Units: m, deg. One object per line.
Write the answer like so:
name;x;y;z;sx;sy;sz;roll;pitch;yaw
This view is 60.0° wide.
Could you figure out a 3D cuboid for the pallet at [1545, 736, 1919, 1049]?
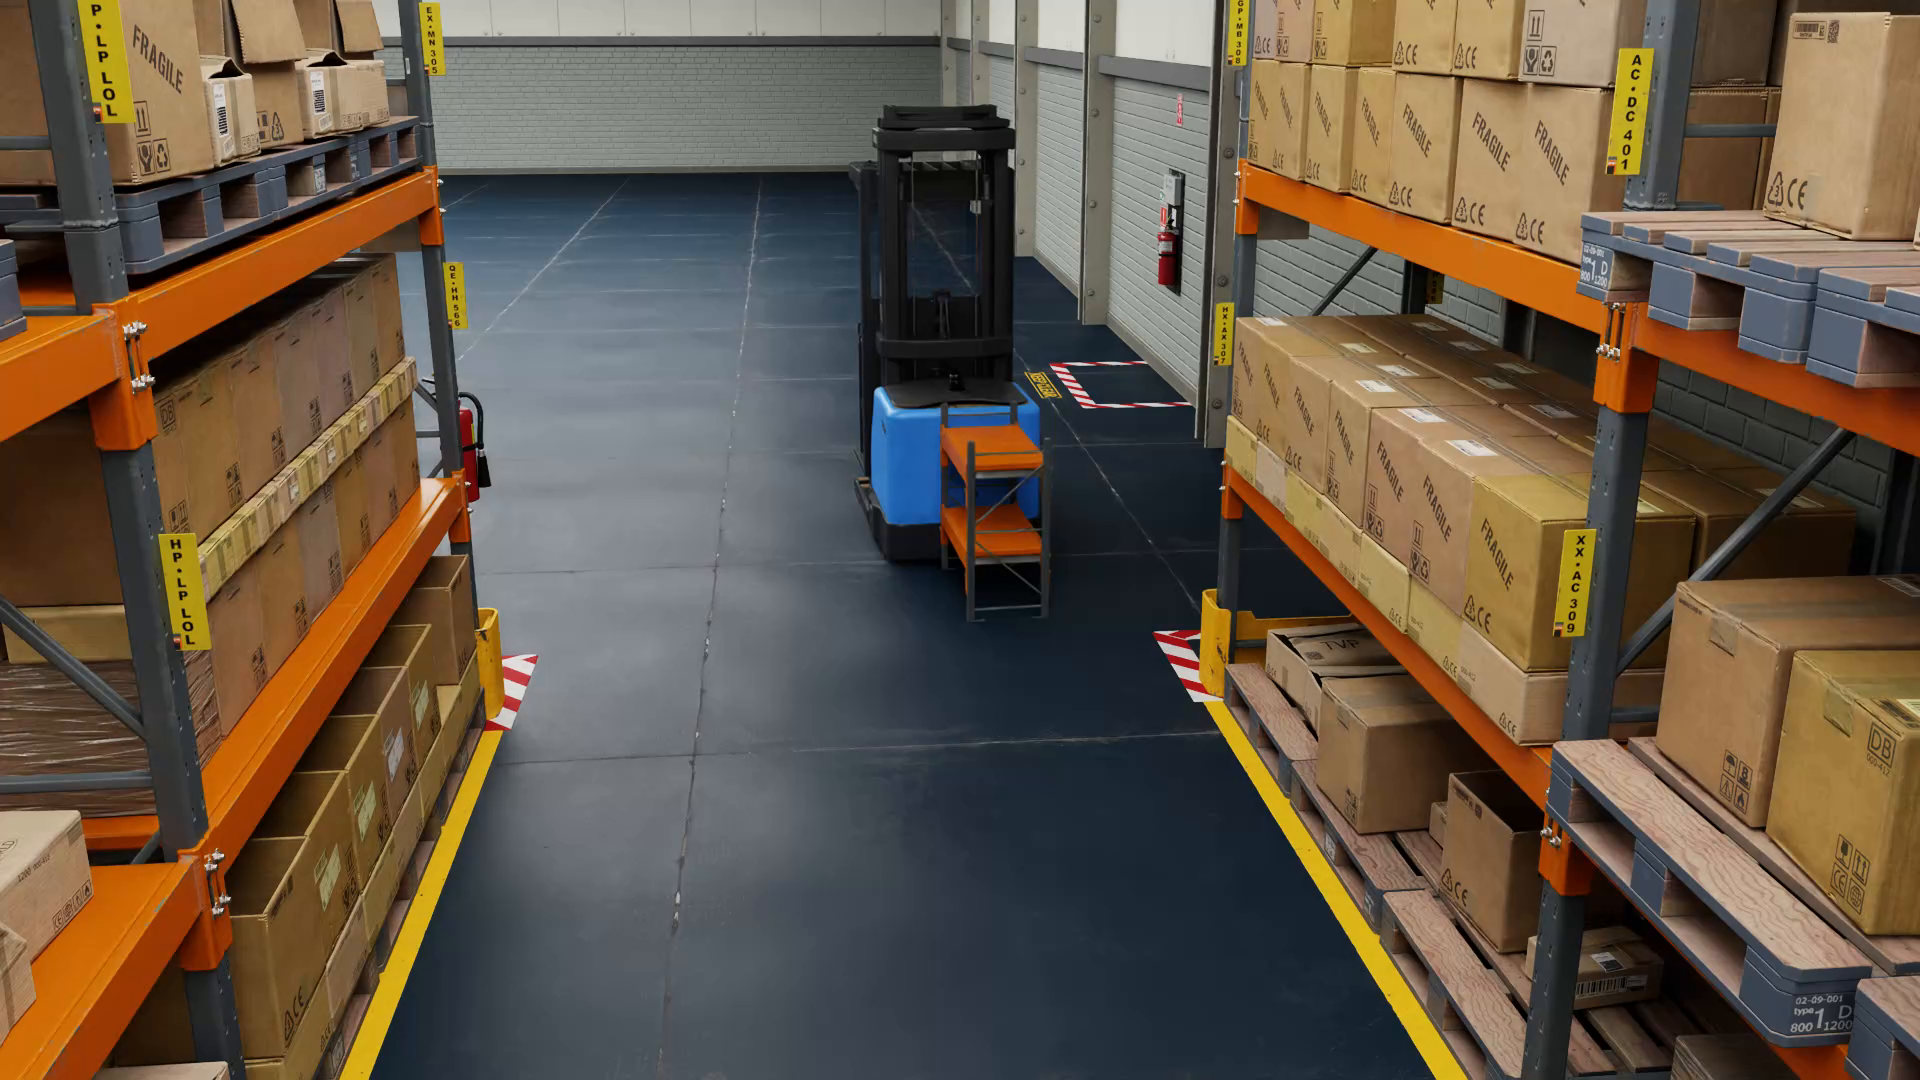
pallet;2.258;0.844;4.301;1.003;0.211;1.213;-2;18;-6

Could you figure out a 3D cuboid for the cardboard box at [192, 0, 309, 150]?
cardboard box;-2.647;-1.568;5.548;0.797;0.503;0.637;0;17;0

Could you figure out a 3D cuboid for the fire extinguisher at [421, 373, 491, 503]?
fire extinguisher;-2.565;-0.530;8.487;0.296;0.674;0.183;-2;18;-6

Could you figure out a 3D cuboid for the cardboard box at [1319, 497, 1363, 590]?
cardboard box;1.810;0.003;6.878;0.500;0.250;0.500;-2;18;-5

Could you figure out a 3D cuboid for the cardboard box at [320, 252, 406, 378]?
cardboard box;-2.974;-1.029;7.613;0.700;0.500;0.500;-2;18;-5

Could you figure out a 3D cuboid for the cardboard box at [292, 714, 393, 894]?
cardboard box;-2.442;0.982;6.178;0.500;0.500;0.500;-2;18;-6

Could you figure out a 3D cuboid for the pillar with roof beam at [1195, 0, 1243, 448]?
pillar with roof beam;-2.057;-5.006;12.601;9.100;9.000;0.400;-2;18;-6

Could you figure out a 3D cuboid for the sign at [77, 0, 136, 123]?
sign;-2.064;-1.173;4.010;0.100;0.325;0.005;-2;18;-6

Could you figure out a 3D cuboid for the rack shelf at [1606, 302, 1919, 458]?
rack shelf;2.530;0.028;2.773;1.077;0.370;4.000;-2;18;-6

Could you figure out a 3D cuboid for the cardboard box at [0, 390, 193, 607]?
cardboard box;-2.655;-0.124;4.732;0.700;0.500;0.500;-2;18;-5

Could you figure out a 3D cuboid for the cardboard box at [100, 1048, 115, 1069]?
cardboard box;-2.868;1.655;5.289;0.500;0.250;0.500;-2;18;-6

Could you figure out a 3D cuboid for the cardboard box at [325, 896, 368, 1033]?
cardboard box;-2.395;1.489;5.815;0.500;0.250;0.500;-2;18;-6

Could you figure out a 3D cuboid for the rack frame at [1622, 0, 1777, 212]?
rack frame;2.324;-2.342;4.113;1.000;3.000;0.127;-2;18;-6

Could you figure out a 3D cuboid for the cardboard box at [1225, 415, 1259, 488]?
cardboard box;1.646;-0.454;8.333;0.500;0.250;0.500;-2;18;-7

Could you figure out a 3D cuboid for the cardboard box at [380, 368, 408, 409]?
cardboard box;-2.758;-0.689;7.613;0.380;0.149;0.250;-1;17;-4

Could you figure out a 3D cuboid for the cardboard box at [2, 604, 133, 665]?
cardboard box;-2.438;0.231;4.683;0.380;0.149;0.250;-2;18;-6

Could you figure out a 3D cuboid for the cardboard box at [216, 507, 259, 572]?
cardboard box;-2.521;0.002;5.415;0.380;0.149;0.250;-2;18;-6

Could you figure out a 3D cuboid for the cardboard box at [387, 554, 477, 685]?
cardboard box;-2.664;0.387;8.074;0.500;0.500;0.500;-2;18;-6

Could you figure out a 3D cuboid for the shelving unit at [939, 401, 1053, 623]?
shelving unit;0.208;-0.201;10.439;0.538;1.125;1.048;-3;18;-9

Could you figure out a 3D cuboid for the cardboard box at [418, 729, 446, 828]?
cardboard box;-2.549;1.042;7.239;0.500;0.250;0.500;-2;18;-6

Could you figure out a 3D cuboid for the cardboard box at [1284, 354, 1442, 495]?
cardboard box;1.750;-0.514;7.272;0.500;0.500;0.500;-2;18;-7

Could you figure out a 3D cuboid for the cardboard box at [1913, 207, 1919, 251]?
cardboard box;2.364;-0.720;3.402;0.500;0.311;0.500;-1;17;-4

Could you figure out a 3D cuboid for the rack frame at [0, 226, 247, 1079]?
rack frame;-2.603;0.674;4.521;1.000;3.000;0.127;-2;18;-6

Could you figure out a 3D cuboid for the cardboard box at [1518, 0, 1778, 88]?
cardboard box;2.003;-1.586;4.844;0.500;0.500;0.500;-3;18;-10

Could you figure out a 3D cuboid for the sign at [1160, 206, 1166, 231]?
sign;2.054;-3.200;16.801;0.001;0.329;0.234;-2;18;-6

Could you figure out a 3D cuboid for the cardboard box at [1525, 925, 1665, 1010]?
cardboard box;2.239;1.504;5.875;0.380;0.166;0.250;-4;18;-13

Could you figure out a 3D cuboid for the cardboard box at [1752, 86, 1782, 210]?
cardboard box;2.524;-1.122;5.035;0.500;0.500;0.500;-1;17;-4

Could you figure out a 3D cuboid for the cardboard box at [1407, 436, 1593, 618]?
cardboard box;1.911;-0.055;5.811;0.500;0.500;0.500;-2;18;-6

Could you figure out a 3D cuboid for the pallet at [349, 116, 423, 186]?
pallet;-2.968;-1.695;7.207;1.003;0.211;1.213;-2;18;-6

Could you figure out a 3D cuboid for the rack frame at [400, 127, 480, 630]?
rack frame;-3.015;-0.517;8.317;1.000;3.000;0.127;-2;18;-6

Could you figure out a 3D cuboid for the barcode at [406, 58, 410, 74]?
barcode;-2.504;-2.150;7.542;0.001;0.075;0.075;-2;18;-6

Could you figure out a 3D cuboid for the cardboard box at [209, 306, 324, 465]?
cardboard box;-2.810;-0.573;6.161;0.700;0.500;0.500;-2;18;-6

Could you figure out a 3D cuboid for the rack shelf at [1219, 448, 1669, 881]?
rack shelf;2.118;0.268;7.018;1.077;0.370;4.000;-2;18;-6

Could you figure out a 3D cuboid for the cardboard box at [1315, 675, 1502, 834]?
cardboard box;1.978;0.910;7.209;0.700;0.500;0.500;-3;18;-9

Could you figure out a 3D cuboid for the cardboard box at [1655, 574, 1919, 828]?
cardboard box;2.343;0.415;4.445;0.700;0.500;0.500;-2;18;-5

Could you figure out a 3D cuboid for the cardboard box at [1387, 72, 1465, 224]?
cardboard box;1.892;-1.426;6.003;0.500;0.500;0.500;-2;18;-8

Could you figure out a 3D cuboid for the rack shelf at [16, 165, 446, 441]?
rack shelf;-2.809;-1.009;6.077;1.077;0.370;4.000;-2;18;-6

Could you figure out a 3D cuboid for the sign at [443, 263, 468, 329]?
sign;-2.474;-1.195;8.148;0.100;0.325;0.005;-2;18;-6

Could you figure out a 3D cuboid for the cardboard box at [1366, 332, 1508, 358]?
cardboard box;2.214;-0.683;7.810;0.500;0.500;0.500;-2;17;-5

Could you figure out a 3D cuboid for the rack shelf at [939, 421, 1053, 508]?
rack shelf;0.208;-0.480;10.351;0.538;0.278;1.000;-3;18;-9

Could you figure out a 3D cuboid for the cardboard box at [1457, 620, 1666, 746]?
cardboard box;1.974;0.451;5.451;0.500;0.250;0.500;-2;18;-6

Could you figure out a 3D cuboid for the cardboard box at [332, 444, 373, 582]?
cardboard box;-2.875;-0.121;6.888;0.700;0.500;0.500;-2;18;-5

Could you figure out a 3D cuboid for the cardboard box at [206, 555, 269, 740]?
cardboard box;-2.716;0.338;5.426;0.700;0.500;0.500;-2;18;-6

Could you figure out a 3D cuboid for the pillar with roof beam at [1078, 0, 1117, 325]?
pillar with roof beam;-2.676;-6.794;18.295;9.100;9.000;0.400;-2;18;-6

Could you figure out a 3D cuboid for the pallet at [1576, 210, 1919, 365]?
pallet;2.282;-0.634;3.995;1.213;0.211;1.003;-2;18;-6

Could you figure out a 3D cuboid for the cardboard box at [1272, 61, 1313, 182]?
cardboard box;1.717;-1.891;7.486;0.500;0.500;0.500;-1;17;-2

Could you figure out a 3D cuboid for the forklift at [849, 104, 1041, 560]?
forklift;-0.204;-1.666;12.089;1.130;2.935;3.031;-3;18;-9

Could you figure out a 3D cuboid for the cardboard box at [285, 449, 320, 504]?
cardboard box;-2.601;-0.230;6.153;0.380;0.149;0.250;-2;18;-6

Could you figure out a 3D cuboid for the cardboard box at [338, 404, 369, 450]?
cardboard box;-2.680;-0.459;6.882;0.380;0.149;0.250;-1;17;-4

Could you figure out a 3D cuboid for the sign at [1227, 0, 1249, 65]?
sign;1.372;-2.503;8.174;0.100;0.325;0.005;-2;18;-6

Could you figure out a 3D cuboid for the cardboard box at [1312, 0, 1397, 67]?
cardboard box;1.775;-2.211;6.835;0.500;0.500;0.500;-1;17;-4

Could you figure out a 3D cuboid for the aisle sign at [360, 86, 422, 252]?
aisle sign;-2.730;-1.786;8.019;0.394;0.787;0.004;-2;18;-6

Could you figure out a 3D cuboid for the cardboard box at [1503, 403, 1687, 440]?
cardboard box;2.388;-0.225;6.351;0.500;0.500;0.500;-1;17;-4

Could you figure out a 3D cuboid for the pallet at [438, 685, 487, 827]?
pallet;-2.895;1.040;8.013;1.003;0.211;1.213;-2;18;-6

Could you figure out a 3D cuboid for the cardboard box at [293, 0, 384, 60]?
cardboard box;-2.960;-2.094;7.223;0.797;0.503;0.637;-1;17;-2
